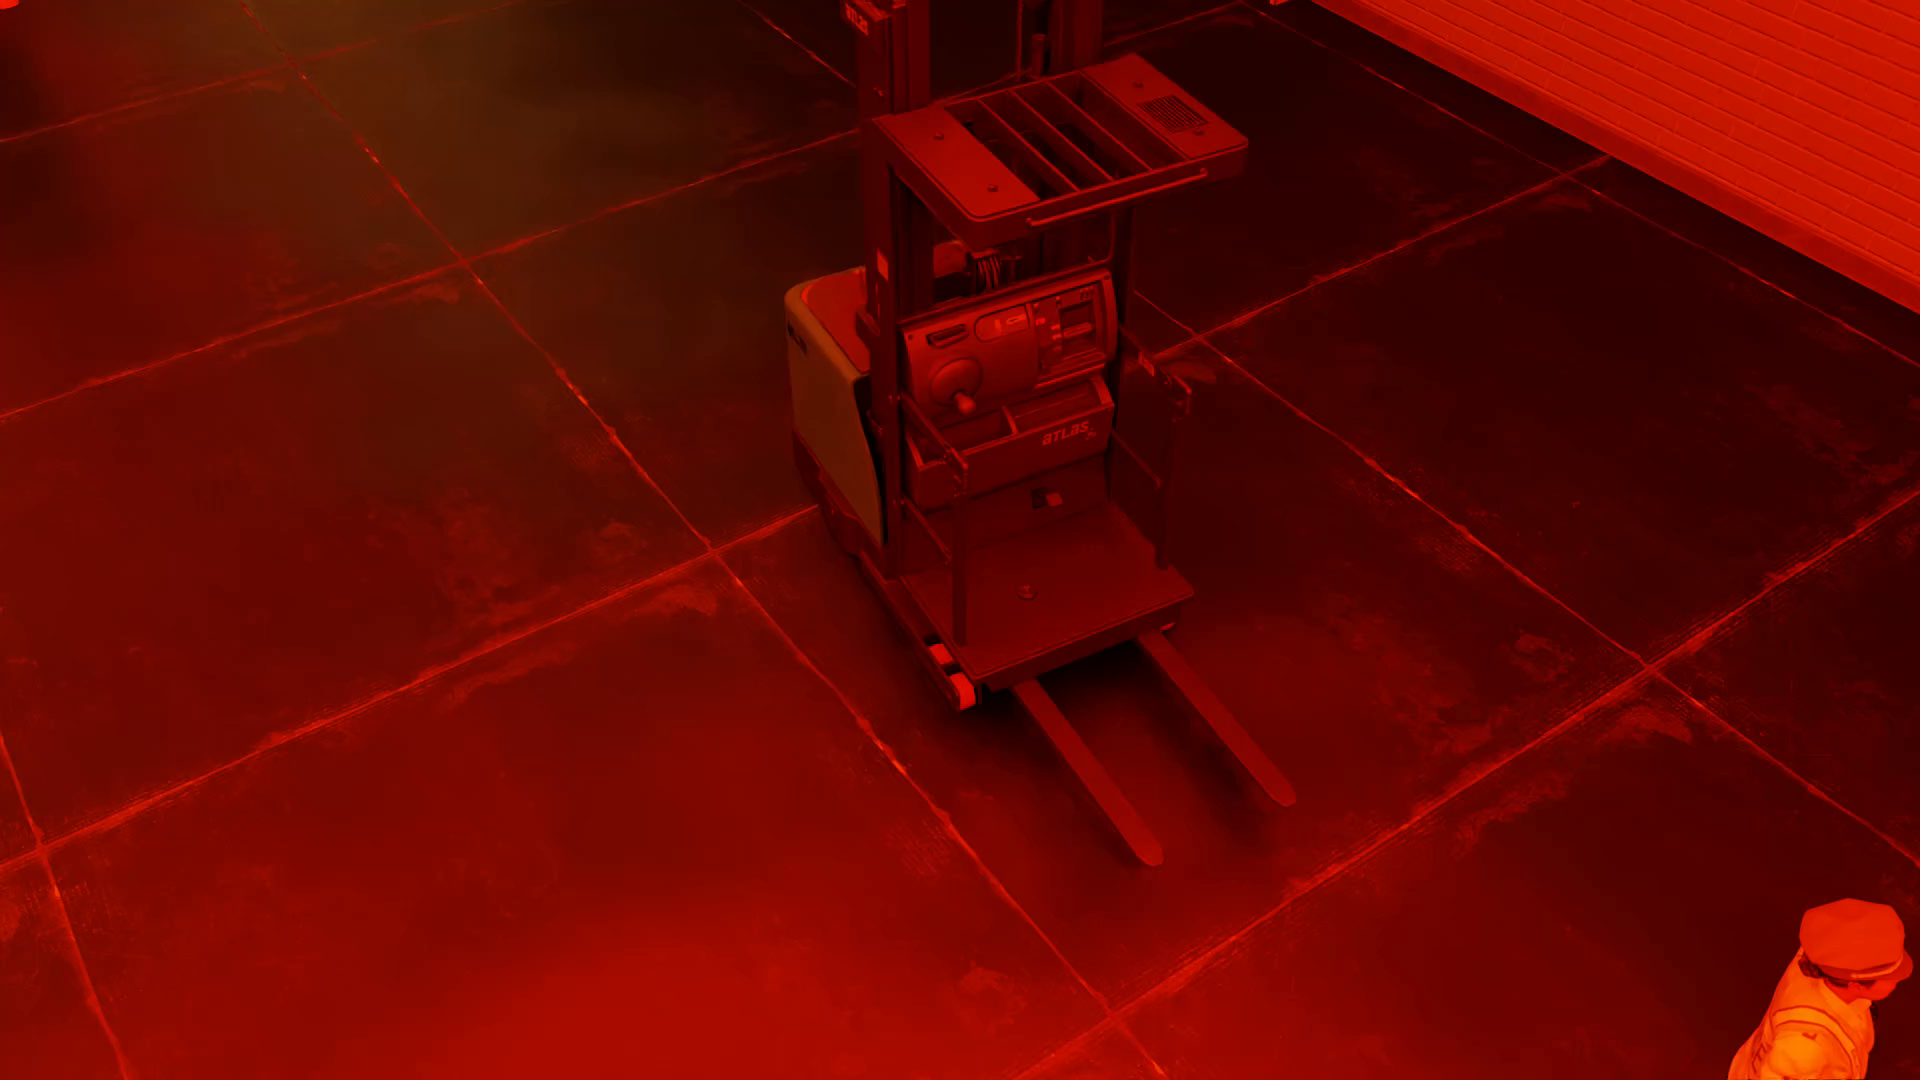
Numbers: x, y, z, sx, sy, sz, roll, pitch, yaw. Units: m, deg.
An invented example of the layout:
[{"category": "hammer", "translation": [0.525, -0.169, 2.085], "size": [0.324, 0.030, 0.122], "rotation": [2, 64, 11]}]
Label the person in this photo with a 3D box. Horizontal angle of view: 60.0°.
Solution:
[{"category": "person", "translation": [2.431, 1.672, 4.820], "size": [0.479, 1.708, 0.572], "rotation": [21, 47, 22]}]

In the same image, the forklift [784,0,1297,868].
[{"category": "forklift", "translation": [0.312, -0.702, 6.477], "size": [1.130, 2.935, 3.031], "rotation": [-20, 46, -20]}]
